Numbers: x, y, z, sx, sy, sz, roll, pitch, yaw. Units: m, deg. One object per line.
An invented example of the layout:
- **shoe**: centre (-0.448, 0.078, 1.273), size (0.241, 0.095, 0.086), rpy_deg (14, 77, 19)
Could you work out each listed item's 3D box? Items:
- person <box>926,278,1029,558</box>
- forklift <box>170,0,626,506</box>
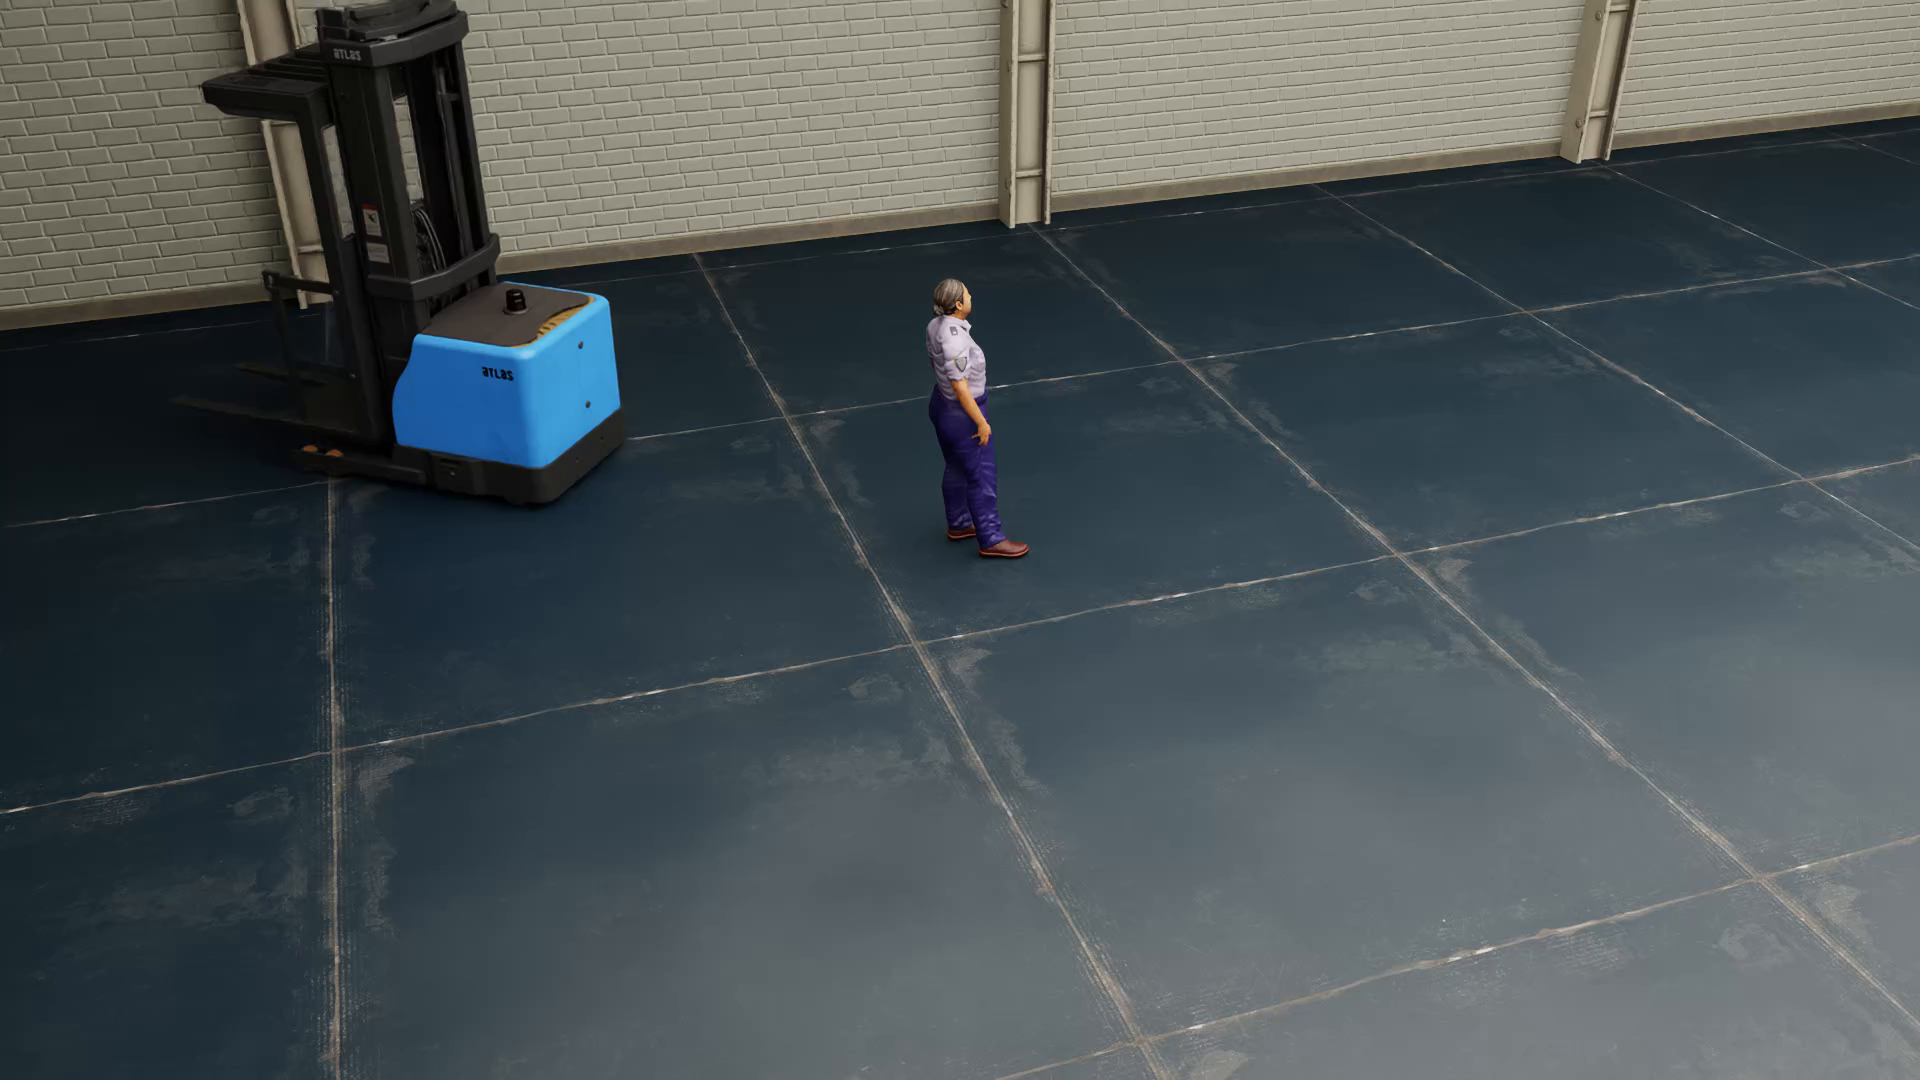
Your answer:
- **person**: centre (0.092, -0.725, 9.617), size (0.503, 1.651, 0.598), rpy_deg (-10, 31, -16)
- **forklift**: centre (-3.791, -1.920, 10.424), size (3.031, 2.935, 1.130), rpy_deg (10, 31, 17)
